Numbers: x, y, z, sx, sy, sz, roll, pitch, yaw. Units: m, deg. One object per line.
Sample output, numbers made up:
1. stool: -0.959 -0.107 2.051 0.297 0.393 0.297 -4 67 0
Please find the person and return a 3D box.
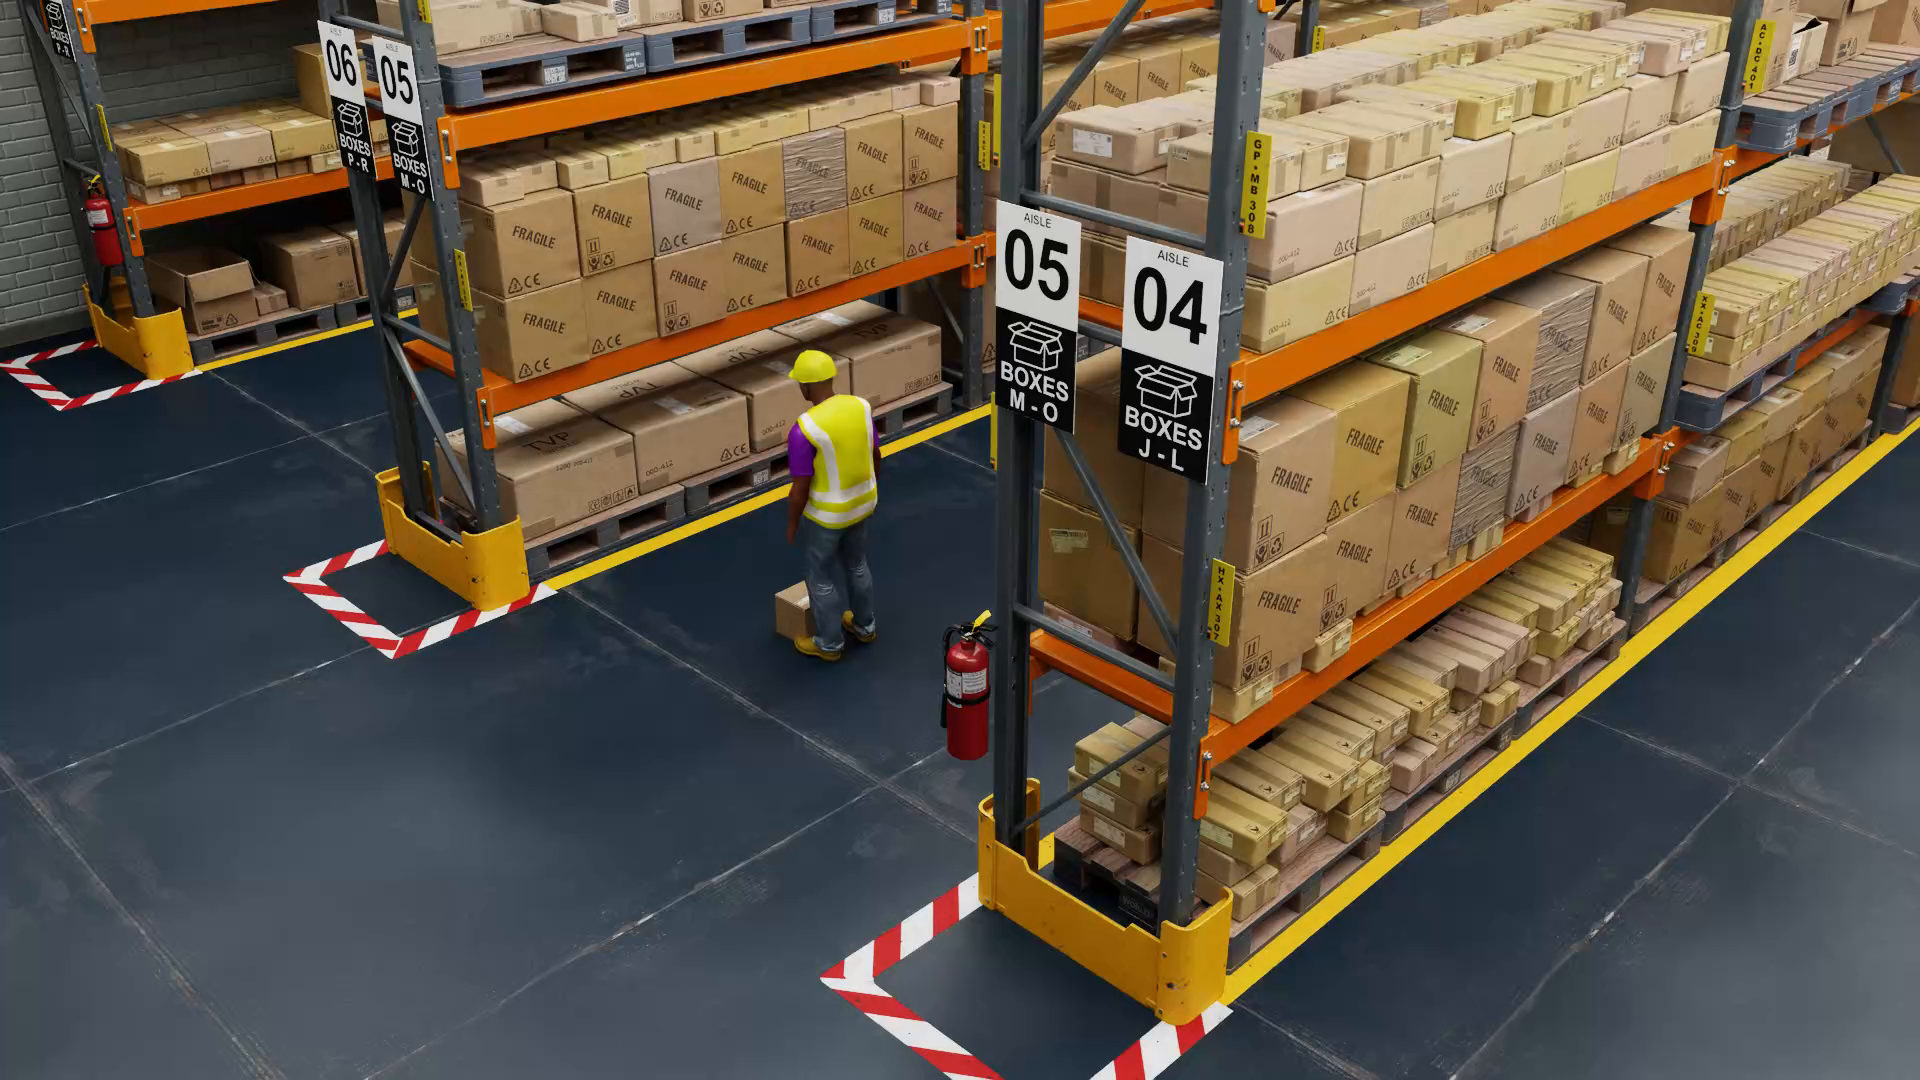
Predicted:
1. person: -0.691 -0.183 8.954 0.461 1.756 0.625 24 36 38
